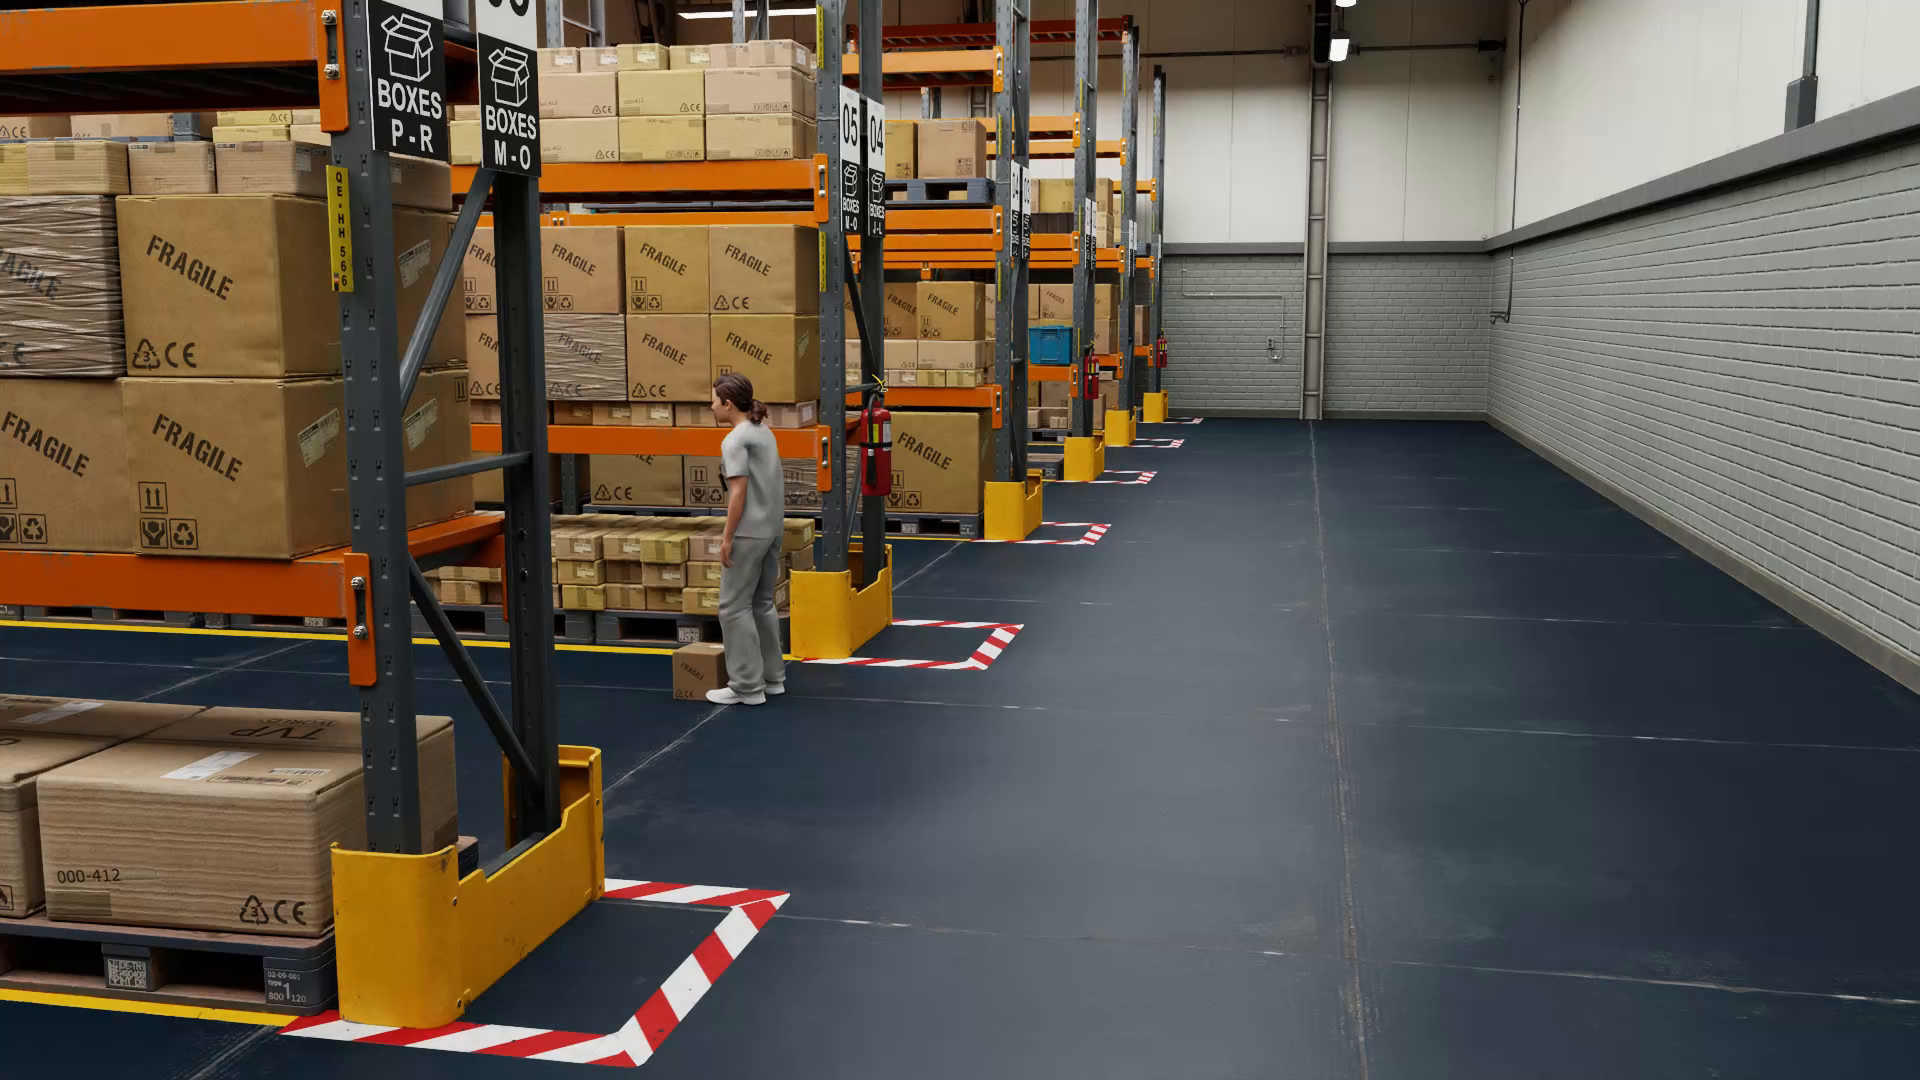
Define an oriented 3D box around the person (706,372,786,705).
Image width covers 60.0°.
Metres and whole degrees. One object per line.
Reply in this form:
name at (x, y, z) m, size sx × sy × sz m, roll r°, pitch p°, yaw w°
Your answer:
person at (-1.080, -0.012, 8.412) m, size 0.370 × 1.671 × 0.514 m, roll 2°, pitch 8°, yaw 16°
